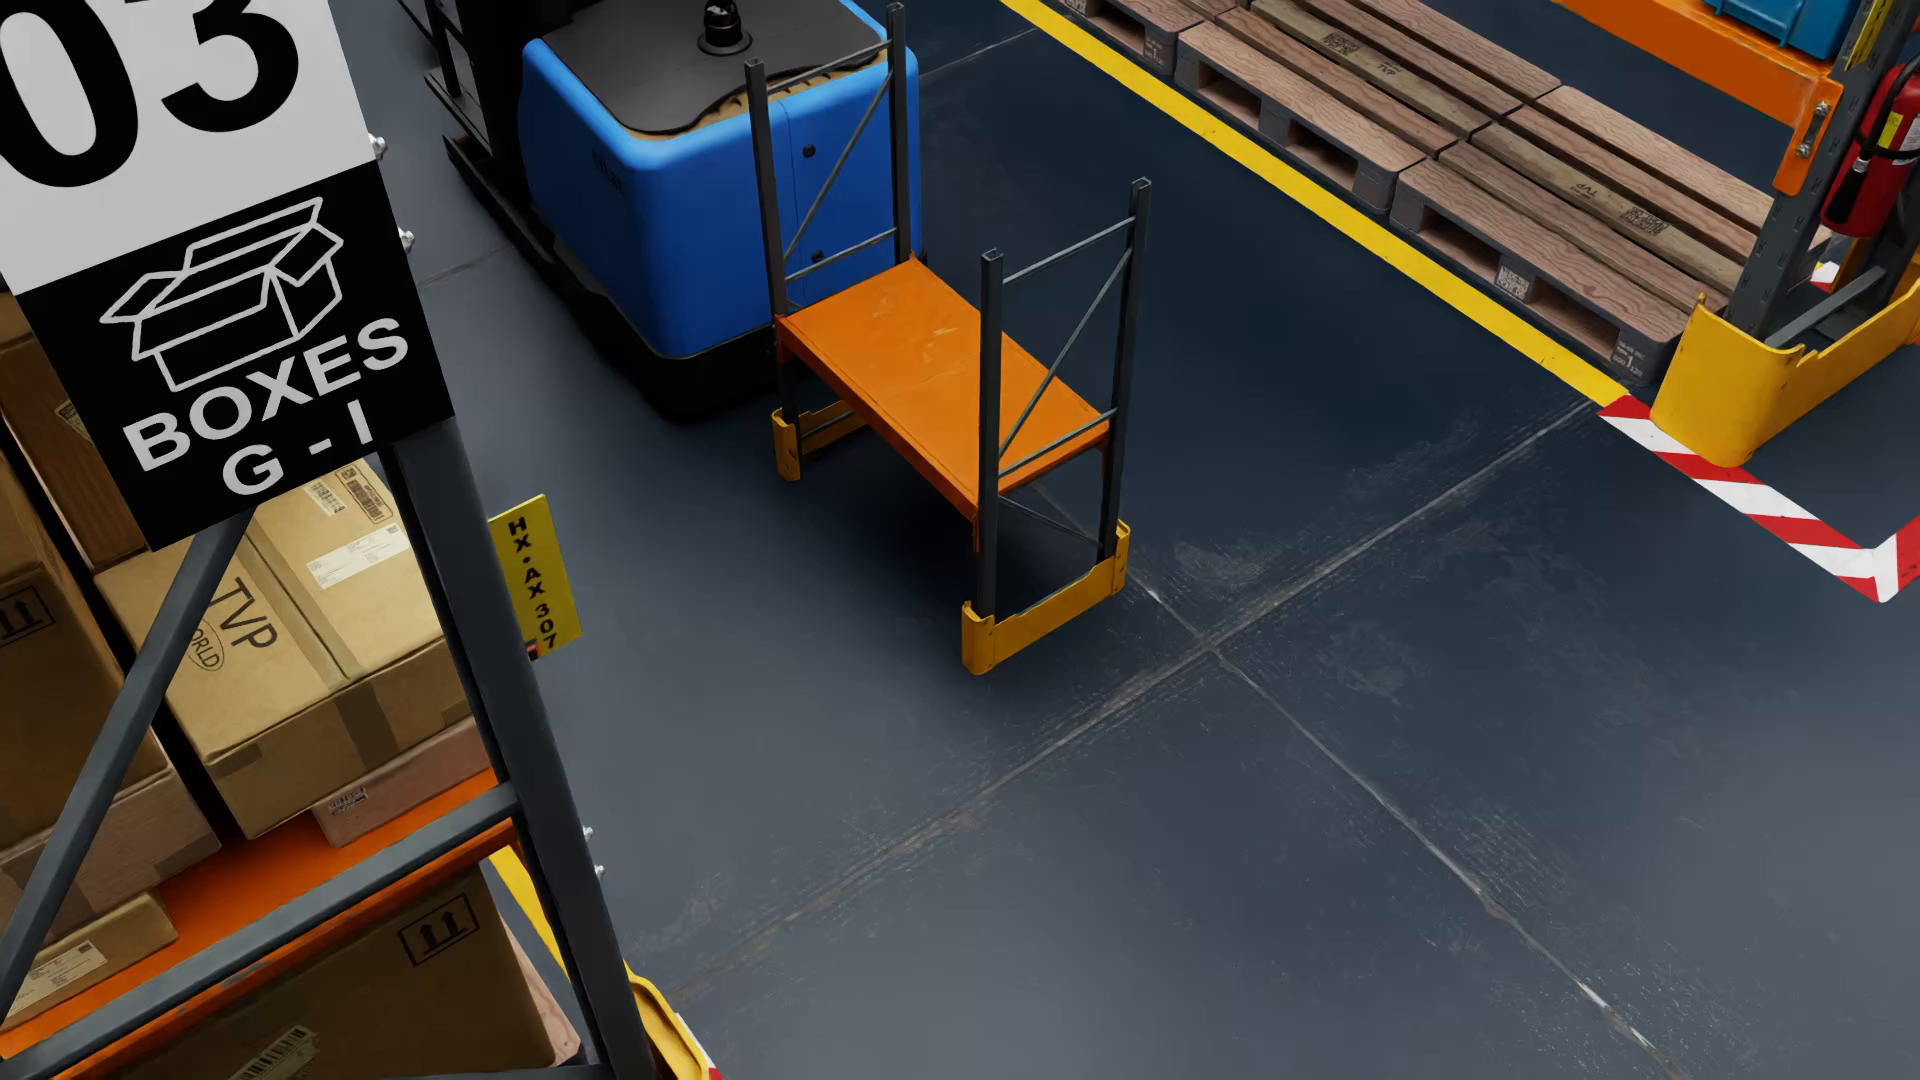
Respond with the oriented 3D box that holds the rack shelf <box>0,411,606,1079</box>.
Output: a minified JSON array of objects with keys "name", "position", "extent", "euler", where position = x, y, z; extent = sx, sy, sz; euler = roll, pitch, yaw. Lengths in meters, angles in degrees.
[{"name":"rack shelf","position":[-2.303,-0.311,3.993],"extent":[1.077,0.370,4.000],"euler":[-29,54,-24]}]

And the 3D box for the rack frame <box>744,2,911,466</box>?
[{"name":"rack frame","position":[-0.359,-0.854,5.012],"extent":[0.500,1.500,0.032],"euler":[-29,54,-24]}]

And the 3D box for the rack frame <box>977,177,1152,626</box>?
[{"name":"rack frame","position":[0.256,-0.254,4.468],"extent":[0.500,1.500,0.032],"euler":[-29,54,-24]}]

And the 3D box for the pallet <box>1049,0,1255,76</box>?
[{"name":"pallet","position":[0.904,-2.601,7.465],"extent":[1.003,0.211,1.213],"euler":[-29,54,-24]}]

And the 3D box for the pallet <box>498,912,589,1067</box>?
[{"name":"pallet","position":[-1.638,1.127,4.086],"extent":[1.003,0.211,1.213],"euler":[-29,54,-24]}]

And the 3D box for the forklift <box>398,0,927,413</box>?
[{"name":"forklift","position":[-1.353,-2.474,5.514],"extent":[1.130,2.935,3.031],"euler":[-27,53,-22]}]

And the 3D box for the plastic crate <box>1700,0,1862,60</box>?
[{"name":"plastic crate","position":[2.498,-1.741,4.739],"extent":[0.616,0.435,0.499],"euler":[-29,54,-24]}]

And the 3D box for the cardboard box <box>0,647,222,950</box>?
[{"name":"cardboard box","position":[-1.597,0.411,2.754],"extent":[0.500,0.250,0.500],"euler":[-30,55,-25]}]

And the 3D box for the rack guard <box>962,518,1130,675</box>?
[{"name":"rack guard","position":[0.255,0.165,4.932],"extent":[0.587,0.250,0.087],"euler":[-29,54,-24]}]

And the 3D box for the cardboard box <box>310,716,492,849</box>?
[{"name":"cardboard box","position":[-1.044,0.354,3.074],"extent":[0.380,0.149,0.250],"euler":[-29,54,-24]}]

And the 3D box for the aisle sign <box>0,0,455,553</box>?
[{"name":"aisle sign","position":[-0.810,-0.338,1.777],"extent":[0.394,0.787,0.004],"euler":[-29,54,-24]}]

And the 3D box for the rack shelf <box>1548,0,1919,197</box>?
[{"name":"rack shelf","position":[1.639,-2.533,6.007],"extent":[1.077,0.370,4.000],"euler":[-29,54,-24]}]

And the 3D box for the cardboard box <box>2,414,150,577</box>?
[{"name":"cardboard box","position":[-1.488,-0.130,3.244],"extent":[0.500,0.250,0.500],"euler":[-30,54,-24]}]

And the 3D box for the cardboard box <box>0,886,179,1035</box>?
[{"name":"cardboard box","position":[-1.570,0.649,2.807],"extent":[0.380,0.149,0.250],"euler":[-28,54,-23]}]

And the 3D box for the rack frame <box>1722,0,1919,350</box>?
[{"name":"rack frame","position":[2.850,-1.595,4.671],"extent":[1.000,3.000,0.127],"euler":[-29,54,-24]}]

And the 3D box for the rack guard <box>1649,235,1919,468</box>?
[{"name":"rack guard","position":[2.875,-0.747,5.590],"extent":[1.175,0.500,0.348],"euler":[-29,54,-24]}]

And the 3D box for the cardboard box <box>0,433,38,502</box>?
[{"name":"cardboard box","position":[-2.212,-0.189,3.297],"extent":[0.500,0.250,0.500],"euler":[-31,55,-25]}]

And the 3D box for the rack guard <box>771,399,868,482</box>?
[{"name":"rack guard","position":[-0.348,-0.423,5.464],"extent":[0.587,0.250,0.087],"euler":[-29,54,-24]}]

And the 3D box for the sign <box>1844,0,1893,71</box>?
[{"name":"sign","position":[2.422,-1.393,4.378],"extent":[0.100,0.325,0.005],"euler":[-29,54,-24]}]

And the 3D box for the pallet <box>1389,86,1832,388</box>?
[{"name":"pallet","position":[2.381,-1.162,6.161],"extent":[1.003,0.211,1.213],"euler":[-29,54,-24]}]

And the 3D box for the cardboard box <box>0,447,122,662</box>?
[{"name":"cardboard box","position":[-1.903,0.111,3.025],"extent":[0.500,0.250,0.500],"euler":[-30,55,-25]}]

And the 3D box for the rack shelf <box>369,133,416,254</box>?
[{"name":"rack shelf","position":[-2.303,-1.318,2.881],"extent":[1.077,0.370,4.000],"euler":[-29,54,-24]}]

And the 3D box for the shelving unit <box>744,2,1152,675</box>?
[{"name":"shelving unit","position":[-0.046,-0.549,4.735],"extent":[0.587,1.500,1.083],"euler":[-29,54,-24]}]

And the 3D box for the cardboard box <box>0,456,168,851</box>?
[{"name":"cardboard box","position":[-1.596,0.156,2.478],"extent":[0.500,0.500,0.500],"euler":[-29,54,-24]}]

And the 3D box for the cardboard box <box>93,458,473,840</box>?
[{"name":"cardboard box","position":[-1.168,0.173,2.969],"extent":[0.500,0.250,0.500],"euler":[-31,55,-25]}]

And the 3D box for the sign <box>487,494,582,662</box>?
[{"name":"sign","position":[-0.647,0.064,2.529],"extent":[0.100,0.325,0.005],"euler":[-29,54,-24]}]

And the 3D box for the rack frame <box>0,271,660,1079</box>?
[{"name":"rack frame","position":[-1.095,0.628,2.656],"extent":[0.949,2.616,0.053],"euler":[-29,54,-24]}]

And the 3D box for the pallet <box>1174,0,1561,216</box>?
[{"name":"pallet","position":[1.647,-1.881,6.813],"extent":[1.003,0.211,1.213],"euler":[-29,54,-24]}]

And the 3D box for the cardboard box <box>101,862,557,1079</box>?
[{"name":"cardboard box","position":[-1.543,0.858,3.598],"extent":[0.875,0.875,0.875],"euler":[-29,54,-24]}]

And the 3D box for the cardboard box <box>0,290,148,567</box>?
[{"name":"cardboard box","position":[-1.470,-0.373,2.958],"extent":[0.500,0.500,0.500],"euler":[-31,55,-25]}]

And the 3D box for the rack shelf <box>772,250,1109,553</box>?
[{"name":"rack shelf","position":[-0.052,-0.433,4.873],"extent":[0.538,0.185,1.000],"euler":[-29,54,-24]}]

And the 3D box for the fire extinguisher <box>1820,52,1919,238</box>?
[{"name":"fire extinguisher","position":[2.580,-1.151,4.573],"extent":[0.296,0.674,0.183],"euler":[-29,54,-24]}]

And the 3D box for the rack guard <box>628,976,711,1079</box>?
[{"name":"rack guard","position":[-1.077,1.481,3.570],"extent":[1.175,0.500,0.348],"euler":[-29,54,-24]}]
